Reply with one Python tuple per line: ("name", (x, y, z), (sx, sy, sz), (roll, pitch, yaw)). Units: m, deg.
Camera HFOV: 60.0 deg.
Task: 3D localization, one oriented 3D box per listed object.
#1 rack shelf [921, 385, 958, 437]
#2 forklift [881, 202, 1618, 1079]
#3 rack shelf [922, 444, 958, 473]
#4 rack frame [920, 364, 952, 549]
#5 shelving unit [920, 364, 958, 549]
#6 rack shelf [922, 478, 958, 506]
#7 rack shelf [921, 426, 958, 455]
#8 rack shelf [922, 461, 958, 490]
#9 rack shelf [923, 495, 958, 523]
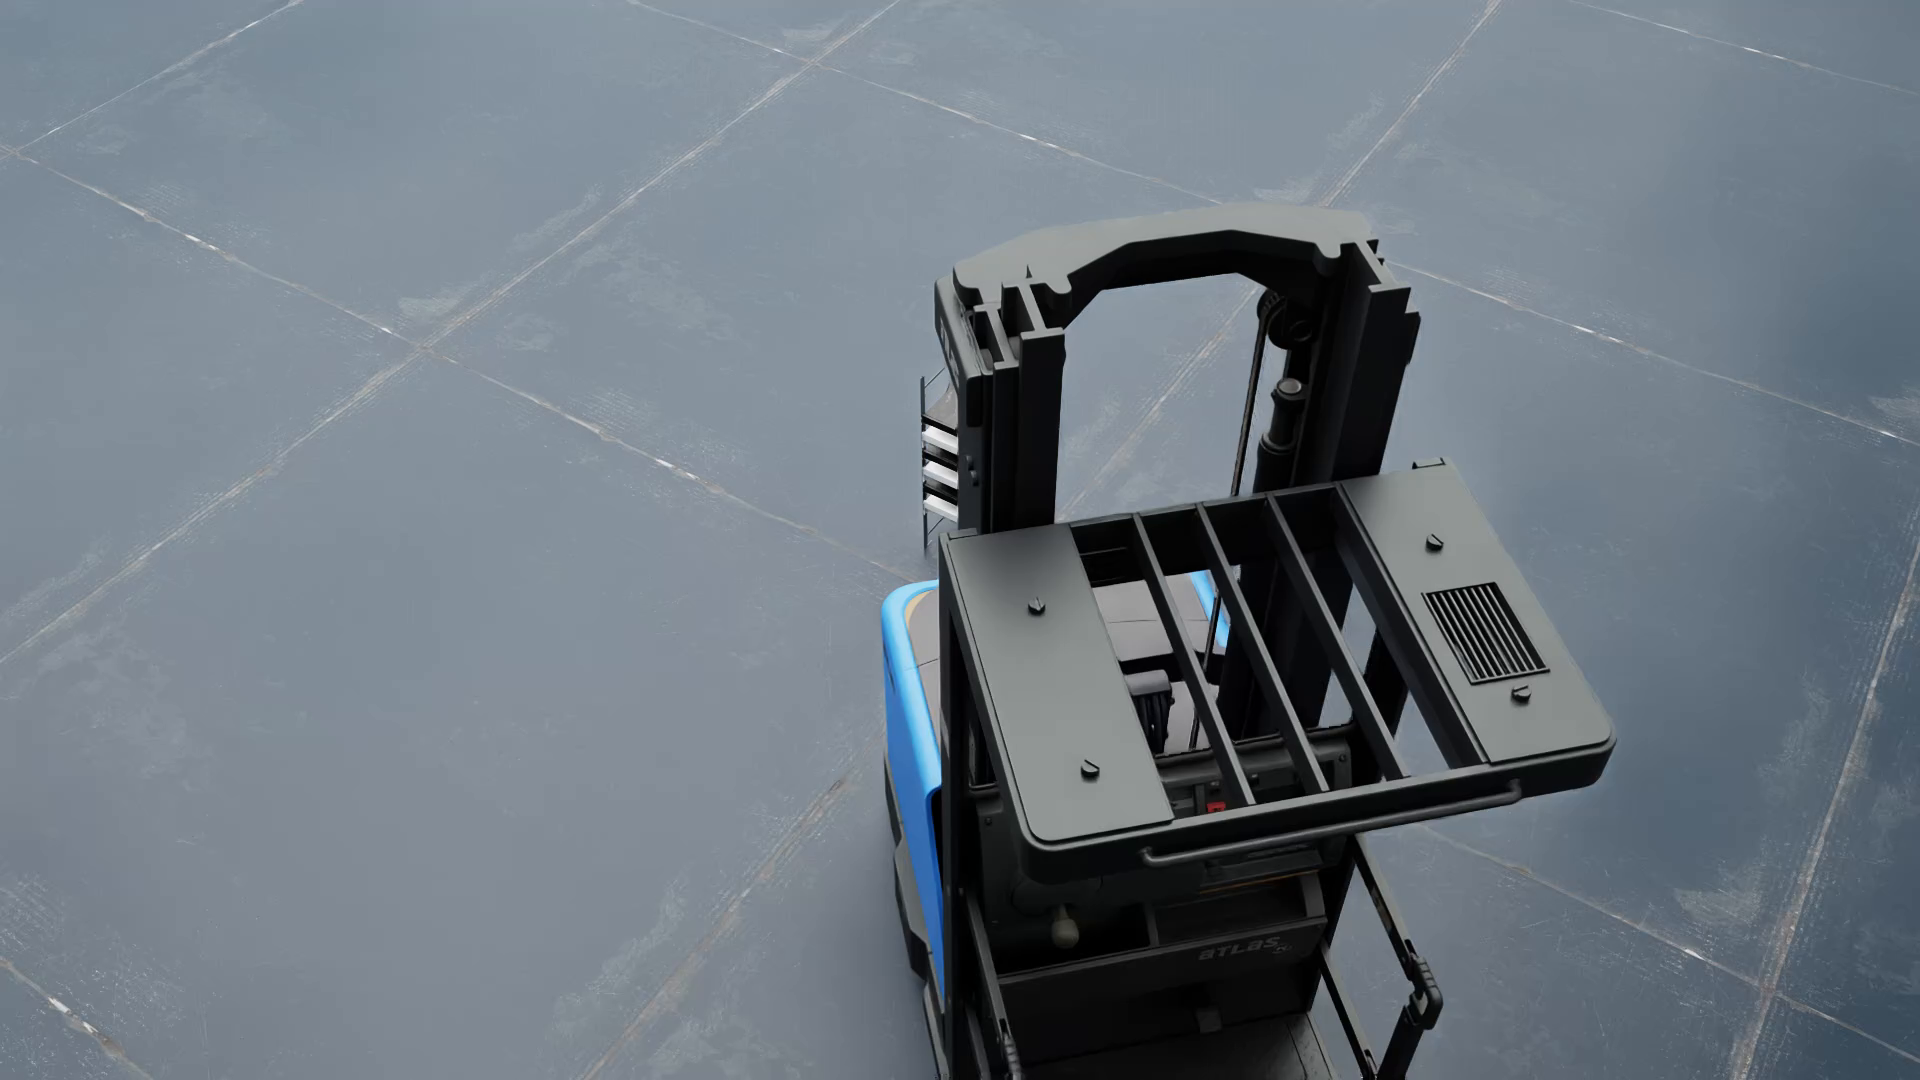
("rack shelf", (0.007, -0.475, 6.254), (0.200, 0.077, 0.258), (25, 51, 22))
("forklift", (0.550, 0.836, 3.894), (1.130, 2.935, 3.031), (-9, 46, -8))
("rack shelf", (0.007, -0.350, 6.384), (0.200, 0.077, 0.258), (25, 51, 22))
("rack frame", (-0.079, -0.350, 6.462), (0.006, 0.900, 0.240), (25, 51, 22))
("shelving unit", (0.007, -0.310, 6.424), (0.210, 0.900, 0.258), (25, 51, 22))
("rack shelf", (0.007, -0.225, 6.513), (0.200, 0.077, 0.258), (25, 51, 22))
("rack shelf", (0.007, -0.413, 6.319), (0.200, 0.077, 0.258), (25, 51, 22))
("rack shelf", (0.007, -0.287, 6.448), (0.200, 0.077, 0.258), (25, 51, 22))
("rack shelf", (0.007, -0.162, 6.577), (0.200, 0.077, 0.258), (25, 51, 22))
